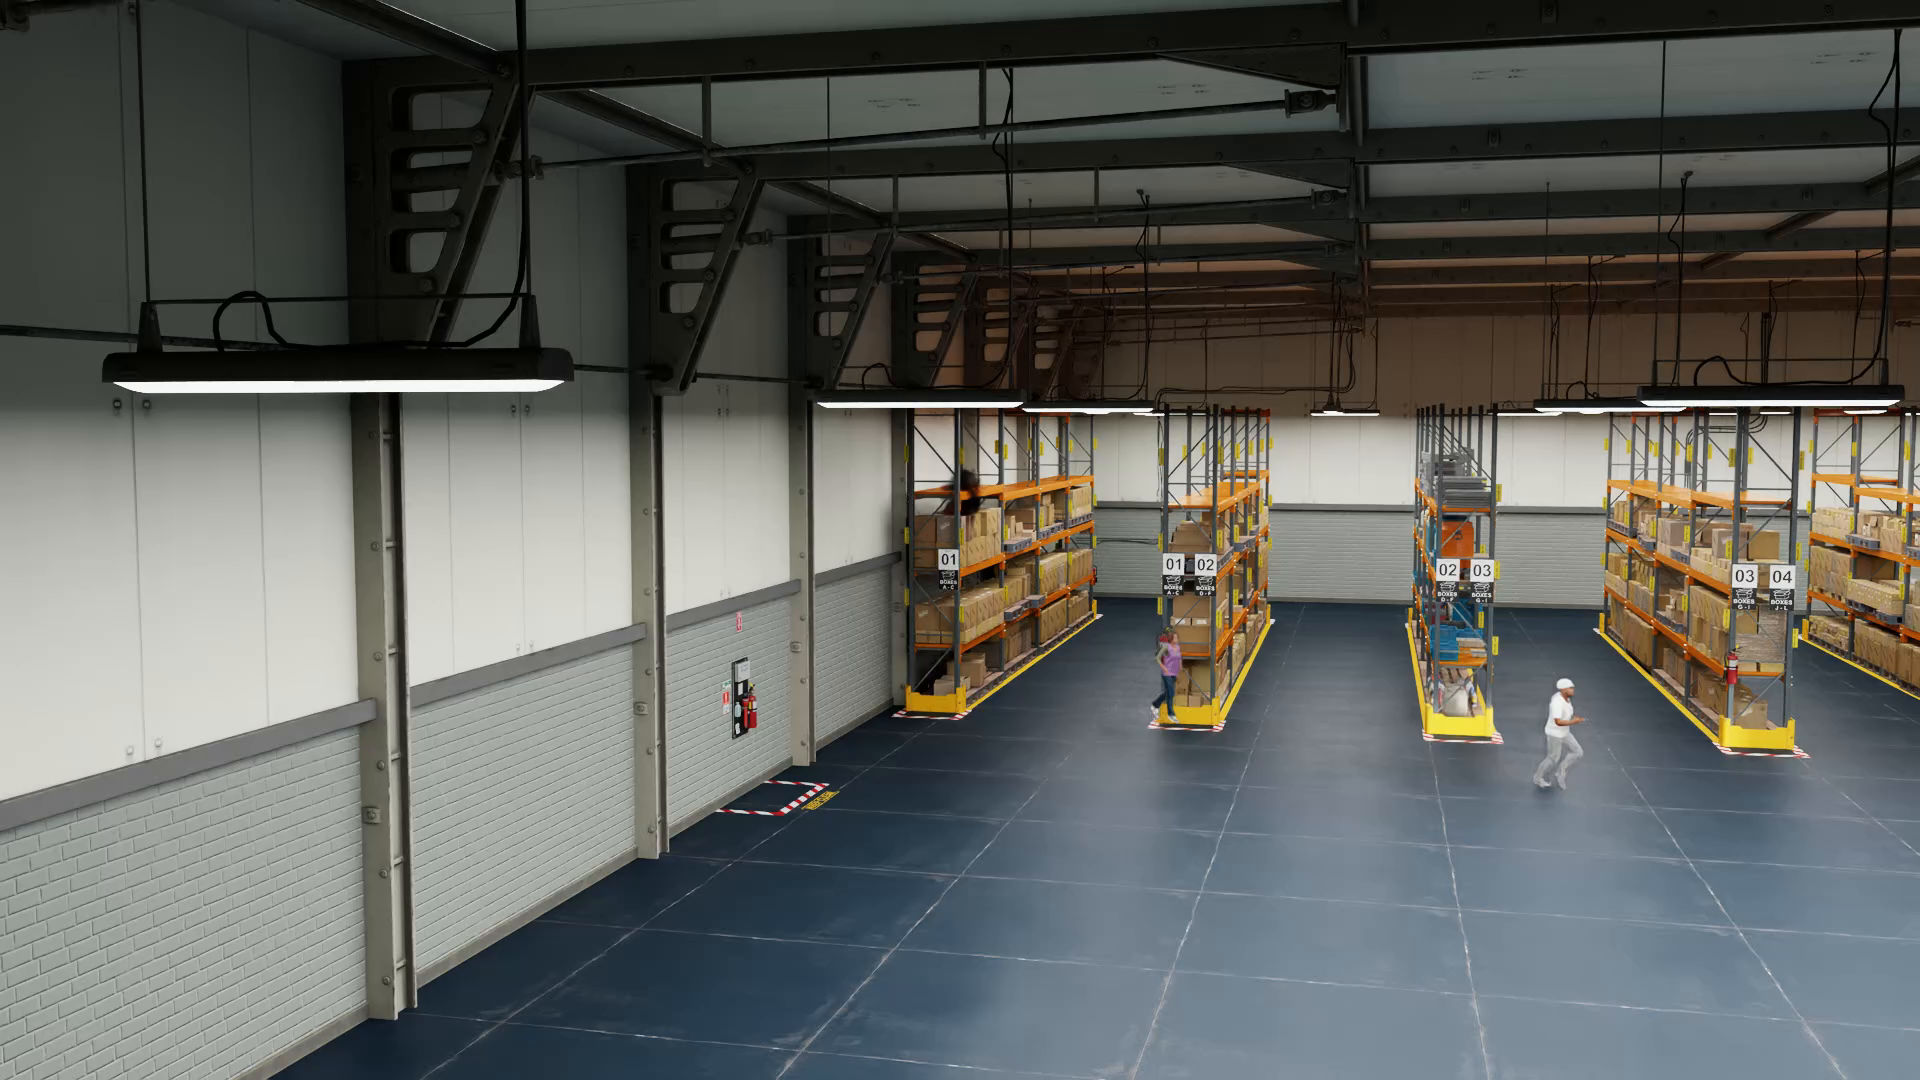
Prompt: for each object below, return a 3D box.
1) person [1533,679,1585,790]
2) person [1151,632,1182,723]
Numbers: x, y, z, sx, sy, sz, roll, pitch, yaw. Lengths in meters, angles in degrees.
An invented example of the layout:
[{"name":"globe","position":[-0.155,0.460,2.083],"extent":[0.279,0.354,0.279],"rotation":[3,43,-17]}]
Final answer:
[{"name":"person","position":[9.217,2.980,25.537],"extent":[0.791,1.731,0.736],"rotation":[3,5,36]},{"name":"person","position":[3.772,2.460,30.118],"extent":[0.549,1.623,0.699],"rotation":[-4,6,-43]}]
